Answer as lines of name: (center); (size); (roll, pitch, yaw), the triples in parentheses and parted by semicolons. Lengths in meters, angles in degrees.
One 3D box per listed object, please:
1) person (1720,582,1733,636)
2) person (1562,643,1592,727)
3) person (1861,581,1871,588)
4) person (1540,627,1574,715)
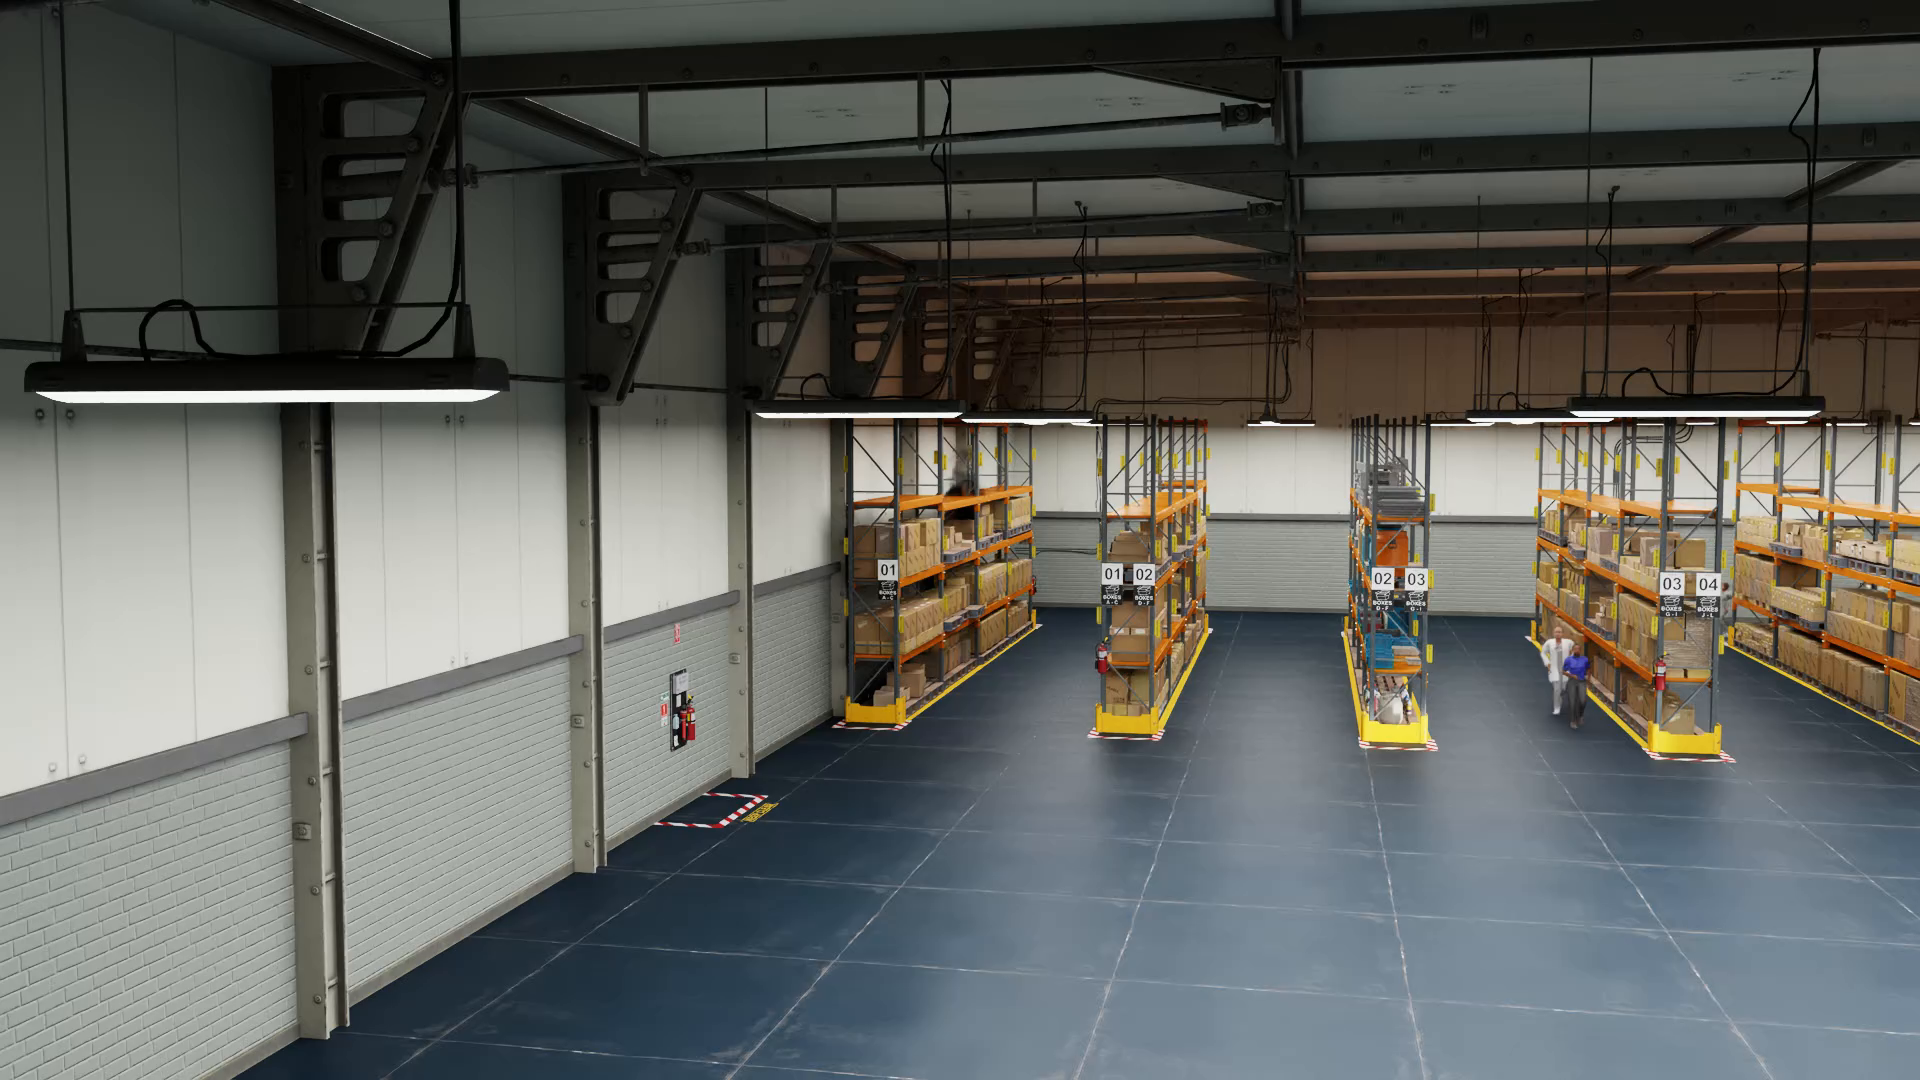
person: (20.673, 1.924, 45.061); (0.707, 1.588, 0.595); (-1, 4, -10)
person: (11.806, 2.795, 31.784); (0.556, 1.607, 0.603); (1, 4, 13)
person: (24.392, 1.854, 44.664); (0.791, 1.844, 0.641); (1, 4, 15)
person: (12.089, 2.721, 33.573); (0.721, 1.556, 0.702); (1, 4, 17)
